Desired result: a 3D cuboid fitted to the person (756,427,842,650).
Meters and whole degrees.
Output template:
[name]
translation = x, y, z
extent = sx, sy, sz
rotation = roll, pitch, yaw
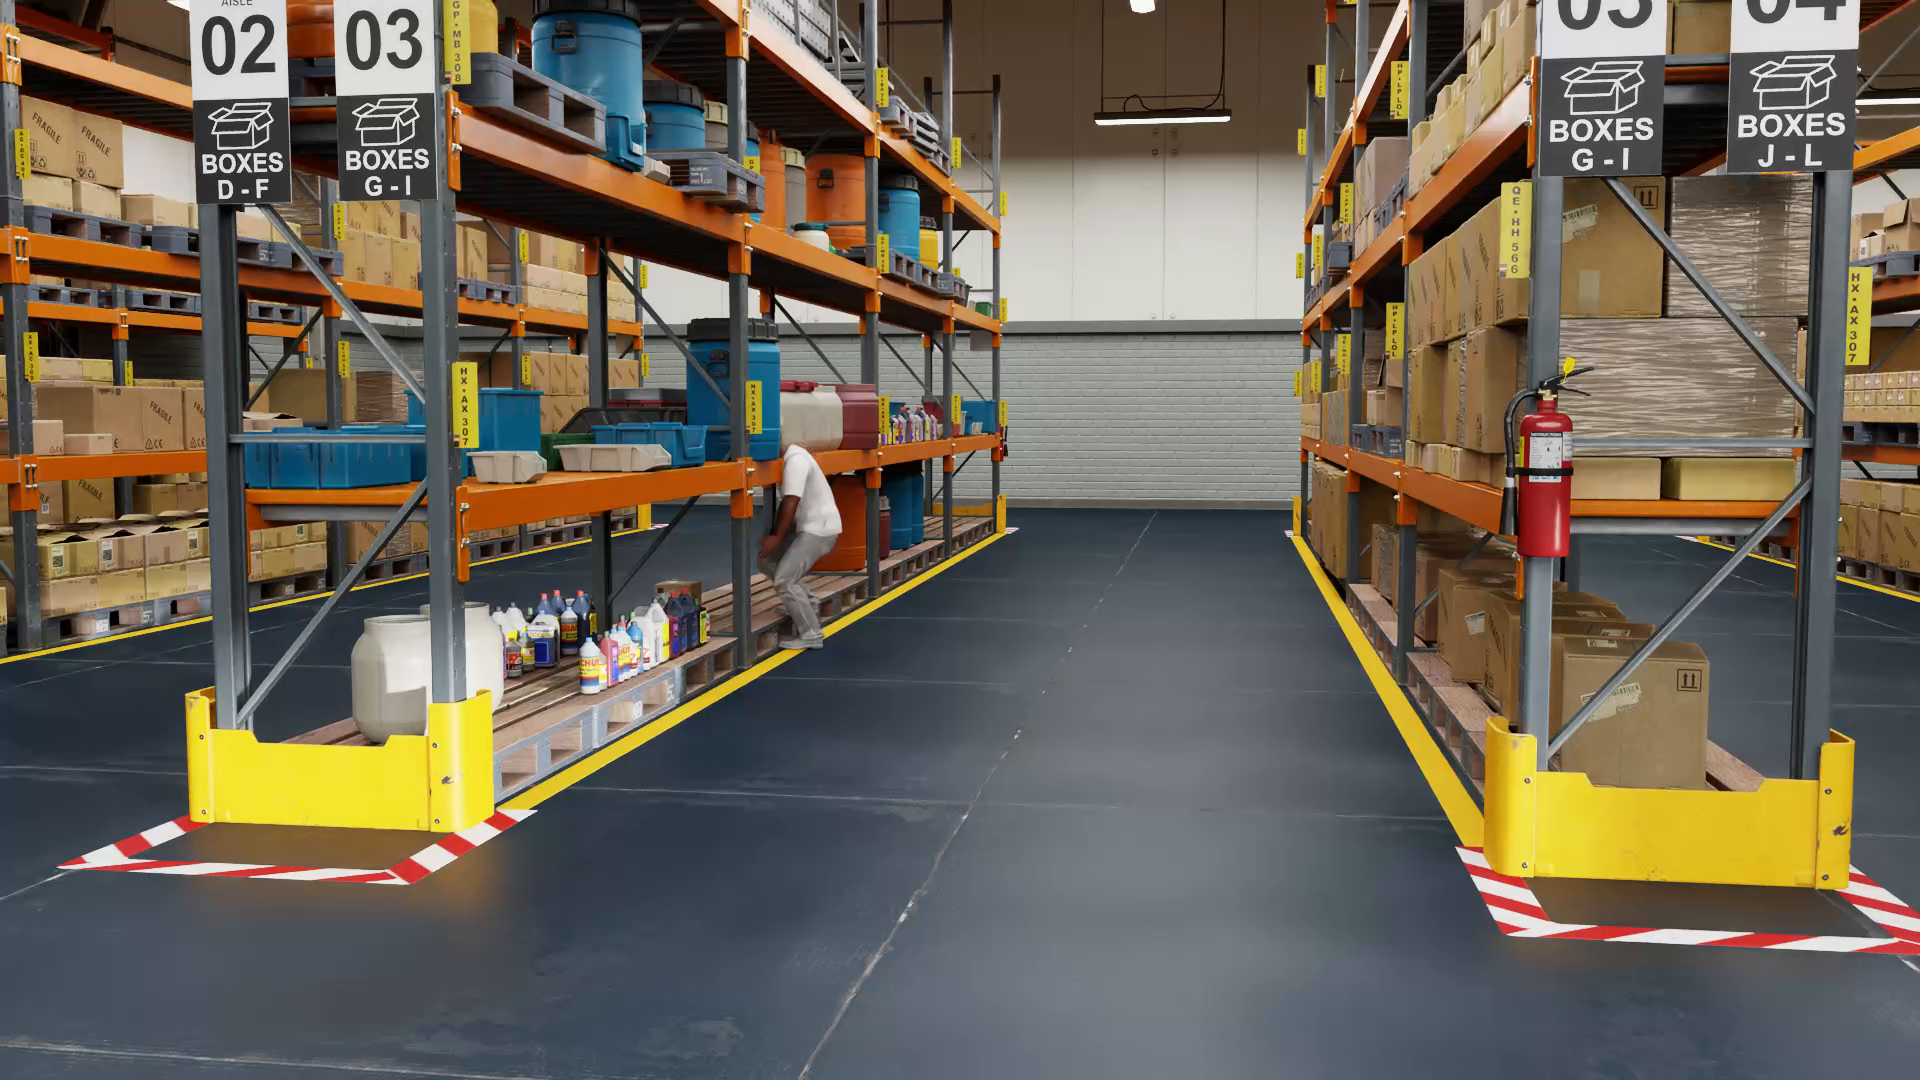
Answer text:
[person]
translation = -1.128, -0.043, 11.361
extent = 0.644, 1.560, 0.622
rotation = -1, 4, -7
